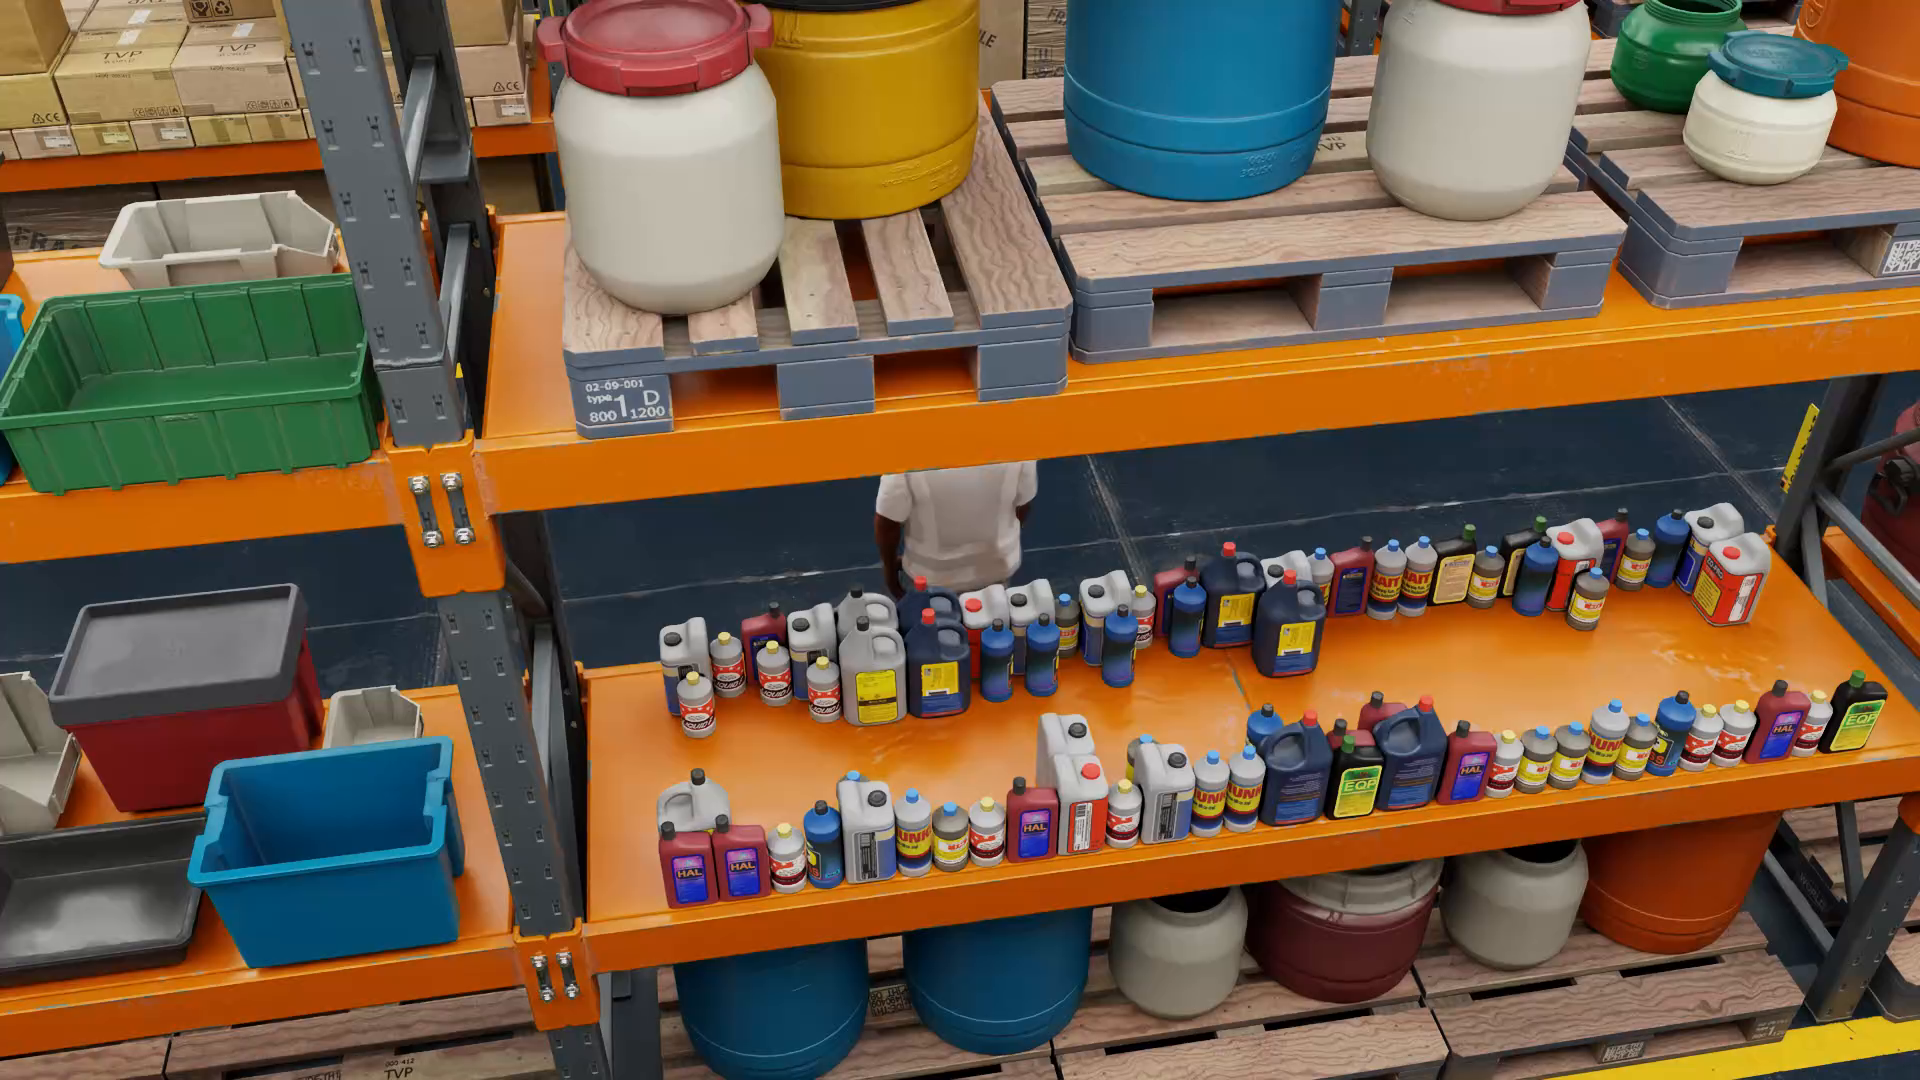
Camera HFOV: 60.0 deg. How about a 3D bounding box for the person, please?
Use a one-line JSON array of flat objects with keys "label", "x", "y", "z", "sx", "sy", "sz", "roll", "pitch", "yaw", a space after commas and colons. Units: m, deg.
[{"label": "person", "x": -0.044, "y": 0.040, "z": 6.049, "sx": 0.575, "sy": 1.768, "sz": 0.550, "roll": -12, "pitch": 40, "yaw": -14}]
